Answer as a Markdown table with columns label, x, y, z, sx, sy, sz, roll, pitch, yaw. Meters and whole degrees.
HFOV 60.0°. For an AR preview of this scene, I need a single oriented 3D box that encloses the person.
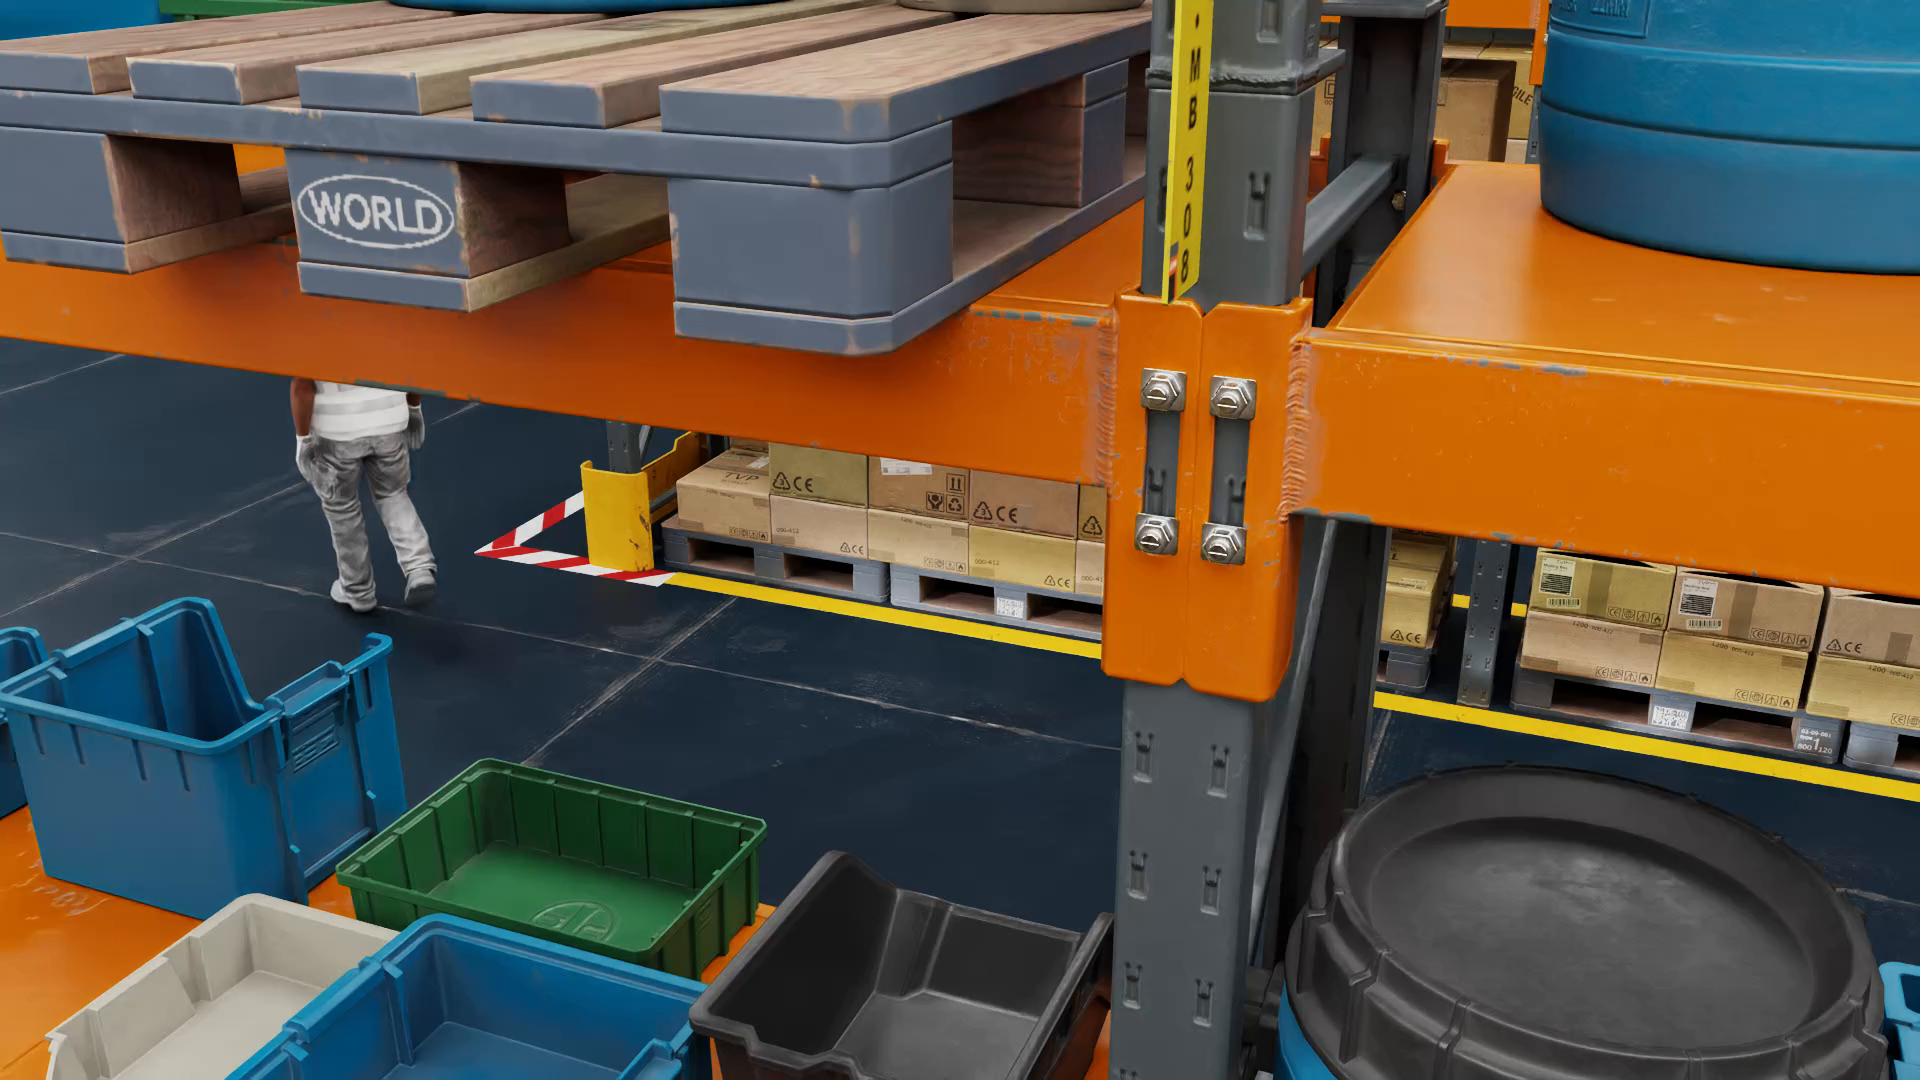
| label | x | y | z | sx | sy | sz | roll | pitch | yaw |
| --- | --- | --- | --- | --- | --- | --- | --- | --- | --- |
| person | -2.615 | -0.498 | 7.234 | 0.584 | 1.771 | 0.700 | -19 | 29 | -38 |
